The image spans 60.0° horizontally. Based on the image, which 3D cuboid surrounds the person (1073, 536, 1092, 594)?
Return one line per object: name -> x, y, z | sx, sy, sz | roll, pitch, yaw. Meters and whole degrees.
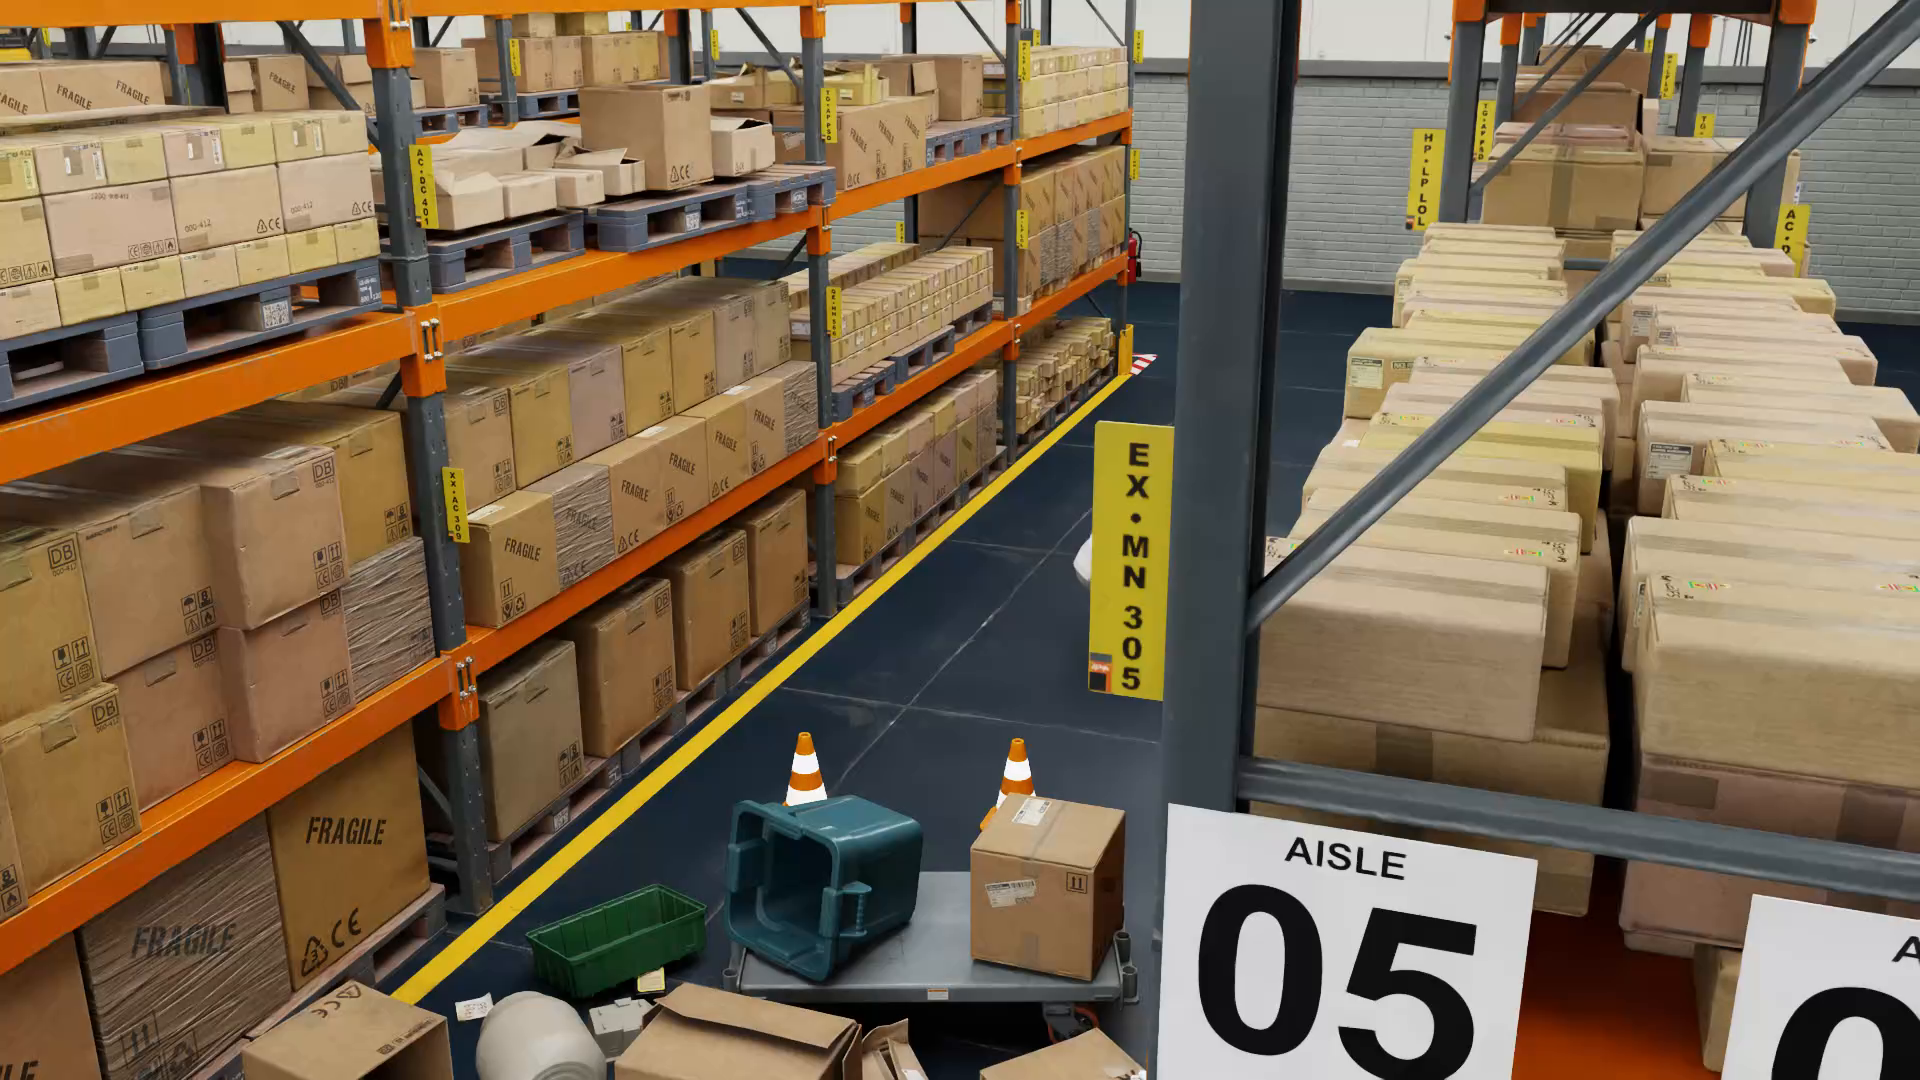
person -> 1.182, 0.180, 10.647 | 0.870, 1.039, 0.546 | 6, 20, 18
